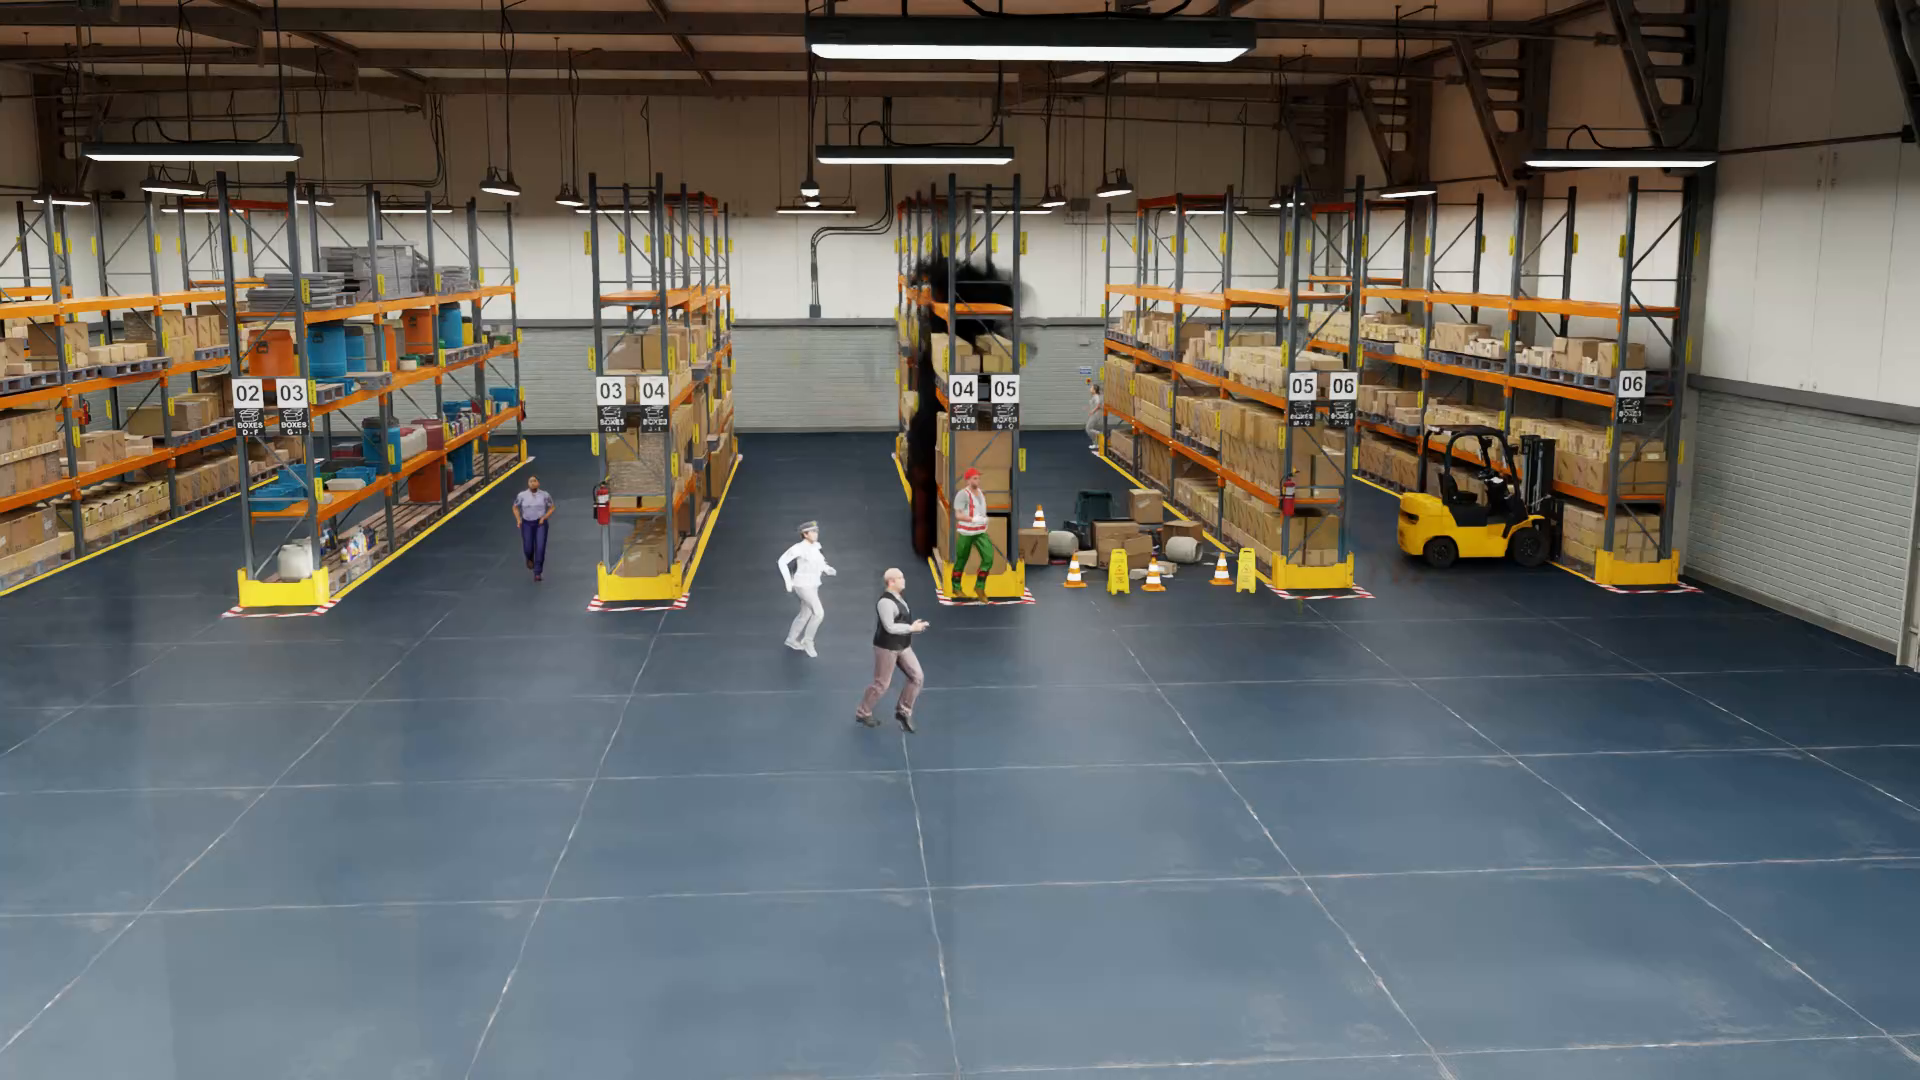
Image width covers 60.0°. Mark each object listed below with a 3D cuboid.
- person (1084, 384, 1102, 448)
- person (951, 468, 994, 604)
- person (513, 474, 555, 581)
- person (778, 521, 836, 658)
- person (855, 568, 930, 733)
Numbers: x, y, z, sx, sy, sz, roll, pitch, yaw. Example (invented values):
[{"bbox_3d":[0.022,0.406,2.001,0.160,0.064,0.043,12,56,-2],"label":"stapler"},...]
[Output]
[{"bbox_3d":[3.371,-3.081,41.544,0.602,1.621,0.588,2,10,12],"label":"person"},{"bbox_3d":[0.196,-0.053,22.352,0.690,1.847,0.731,-9,13,-42],"label":"person"},{"bbox_3d":[-6.457,-0.197,25.253,0.623,1.588,0.566,-3,10,-15],"label":"person"},{"bbox_3d":[-1.864,0.600,20.476,0.783,1.714,0.572,6,11,29],"label":"person"},{"bbox_3d":[-0.691,1.157,17.238,0.827,1.771,0.620,4,11,20],"label":"person"}]
